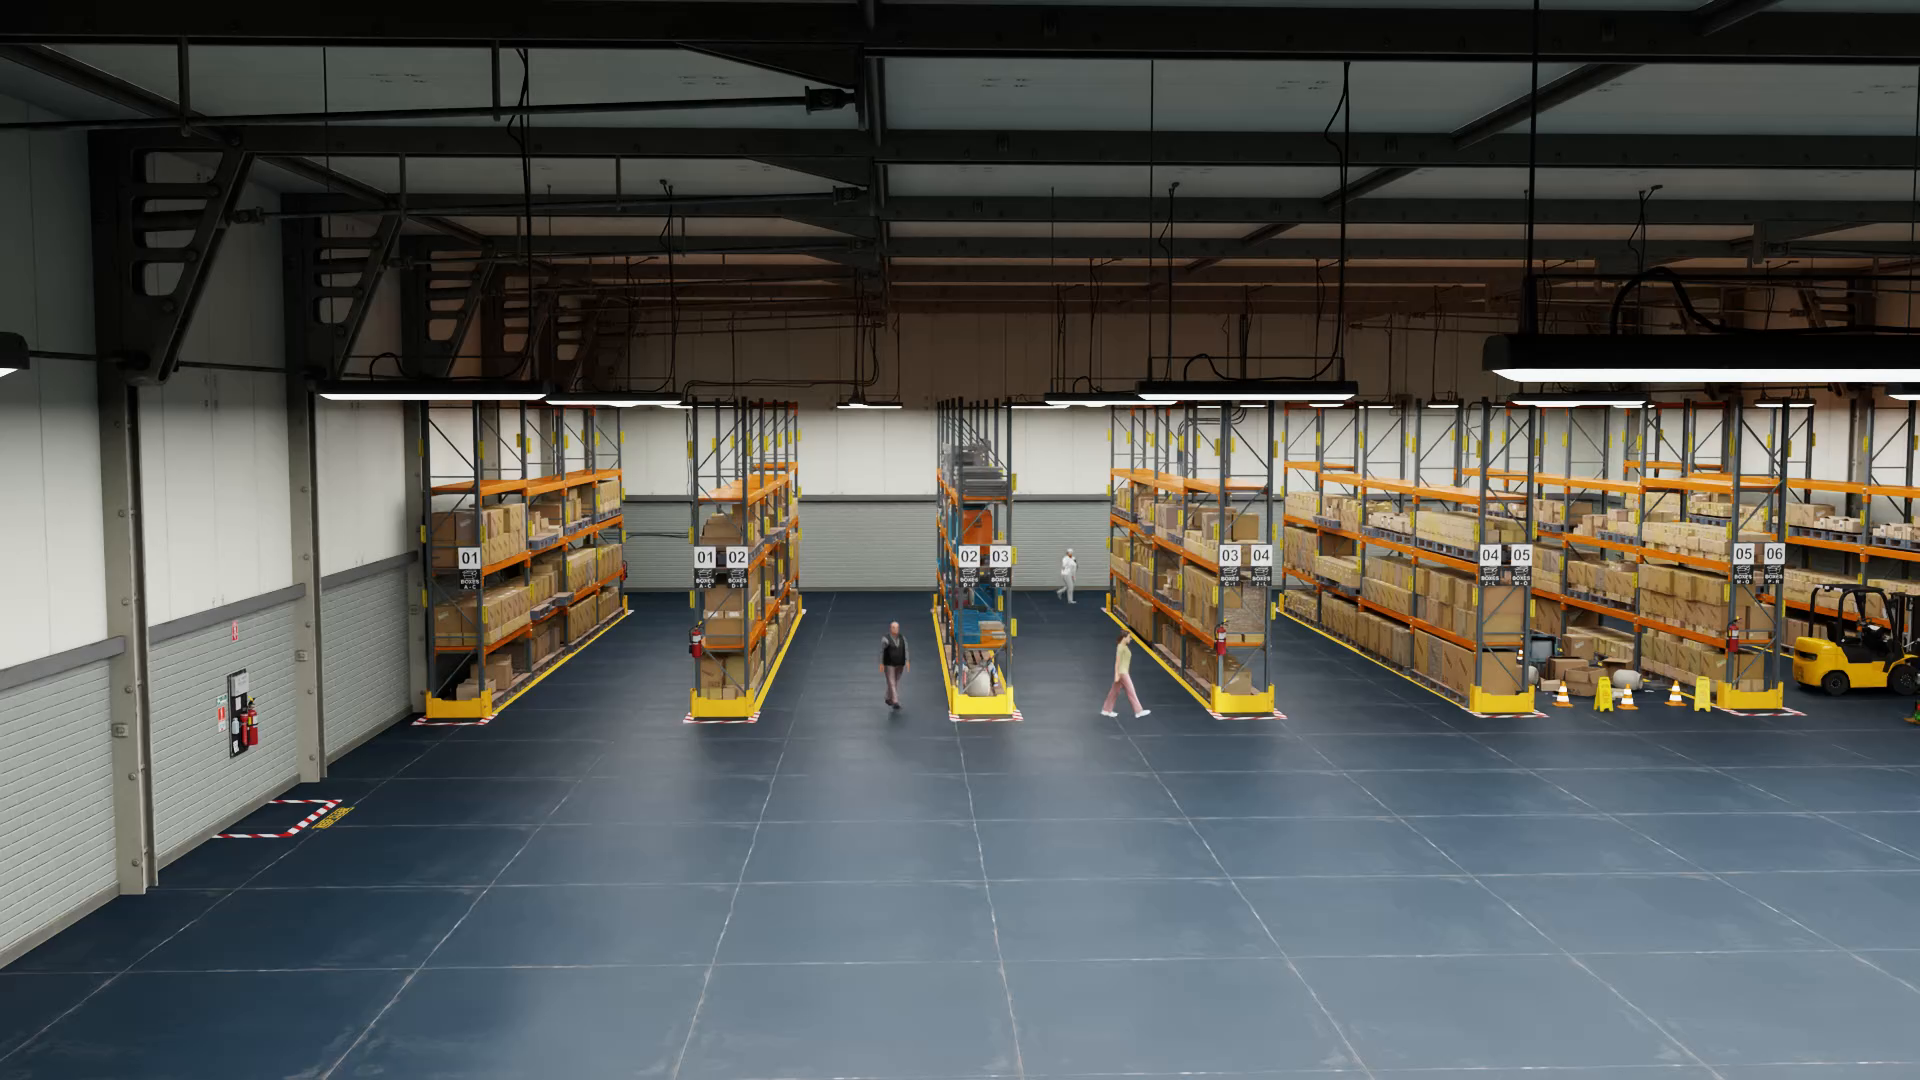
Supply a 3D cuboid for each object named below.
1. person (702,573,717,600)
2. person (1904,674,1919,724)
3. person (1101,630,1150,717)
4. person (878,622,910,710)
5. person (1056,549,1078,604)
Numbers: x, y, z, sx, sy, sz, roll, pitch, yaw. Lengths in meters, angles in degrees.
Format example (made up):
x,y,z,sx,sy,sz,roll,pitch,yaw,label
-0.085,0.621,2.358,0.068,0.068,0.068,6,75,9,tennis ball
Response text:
x,y,z,sx,sy,sz,roll,pitch,yaw,label
-6.564,1.438,44.176,0.570,1.704,1.077,0,4,1,person
17.809,2.498,30.438,1.075,1.748,0.535,0,4,-1,person
3.110,2.499,31.152,0.916,1.643,0.454,1,4,8,person
-1.226,2.404,31.866,0.568,1.660,1.068,-3,5,-32,person
3.196,1.059,49.716,0.805,1.627,0.495,3,5,34,person
